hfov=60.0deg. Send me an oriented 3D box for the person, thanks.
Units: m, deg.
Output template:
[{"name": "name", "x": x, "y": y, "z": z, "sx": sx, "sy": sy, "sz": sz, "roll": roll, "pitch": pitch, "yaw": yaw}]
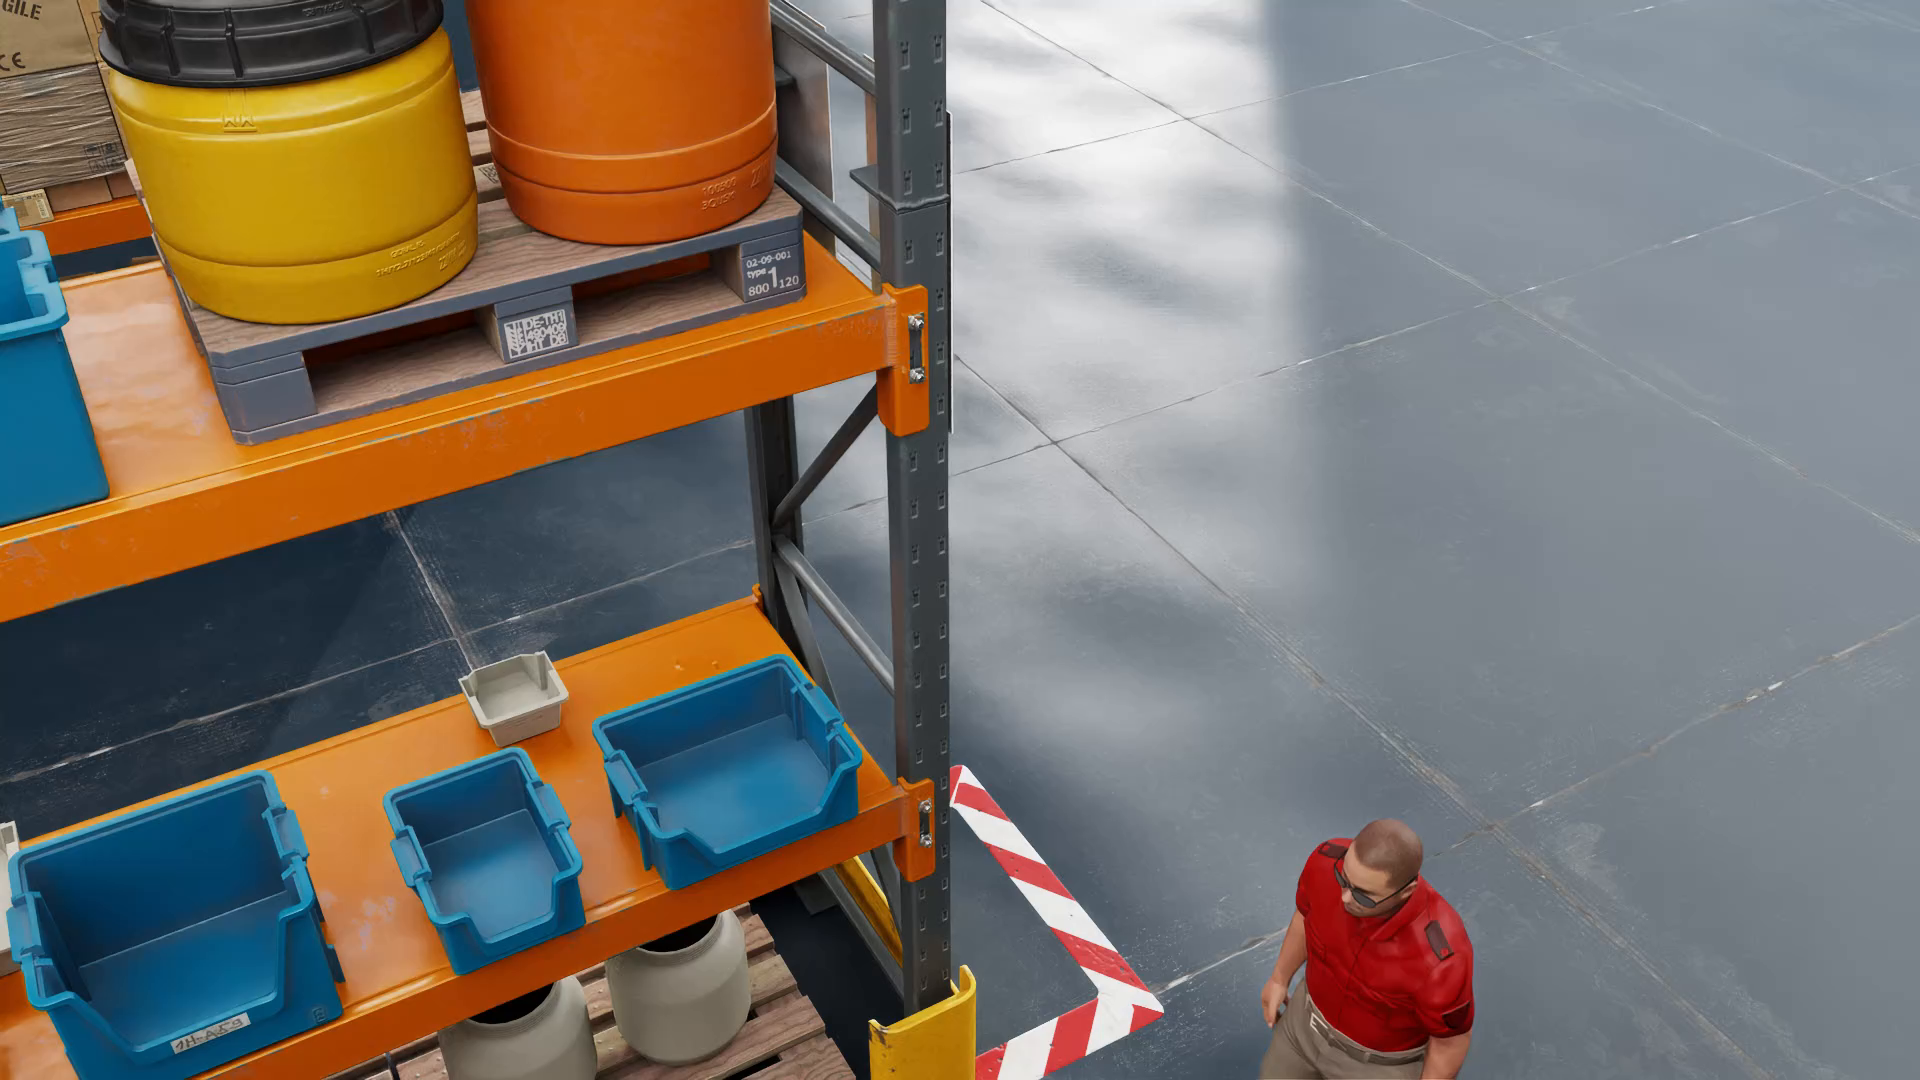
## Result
[{"name": "person", "x": 1.024, "y": 1.329, "z": 4.371, "sx": 0.391, "sy": 1.725, "sz": 0.584, "roll": -21, "pitch": 41, "yaw": -25}]
